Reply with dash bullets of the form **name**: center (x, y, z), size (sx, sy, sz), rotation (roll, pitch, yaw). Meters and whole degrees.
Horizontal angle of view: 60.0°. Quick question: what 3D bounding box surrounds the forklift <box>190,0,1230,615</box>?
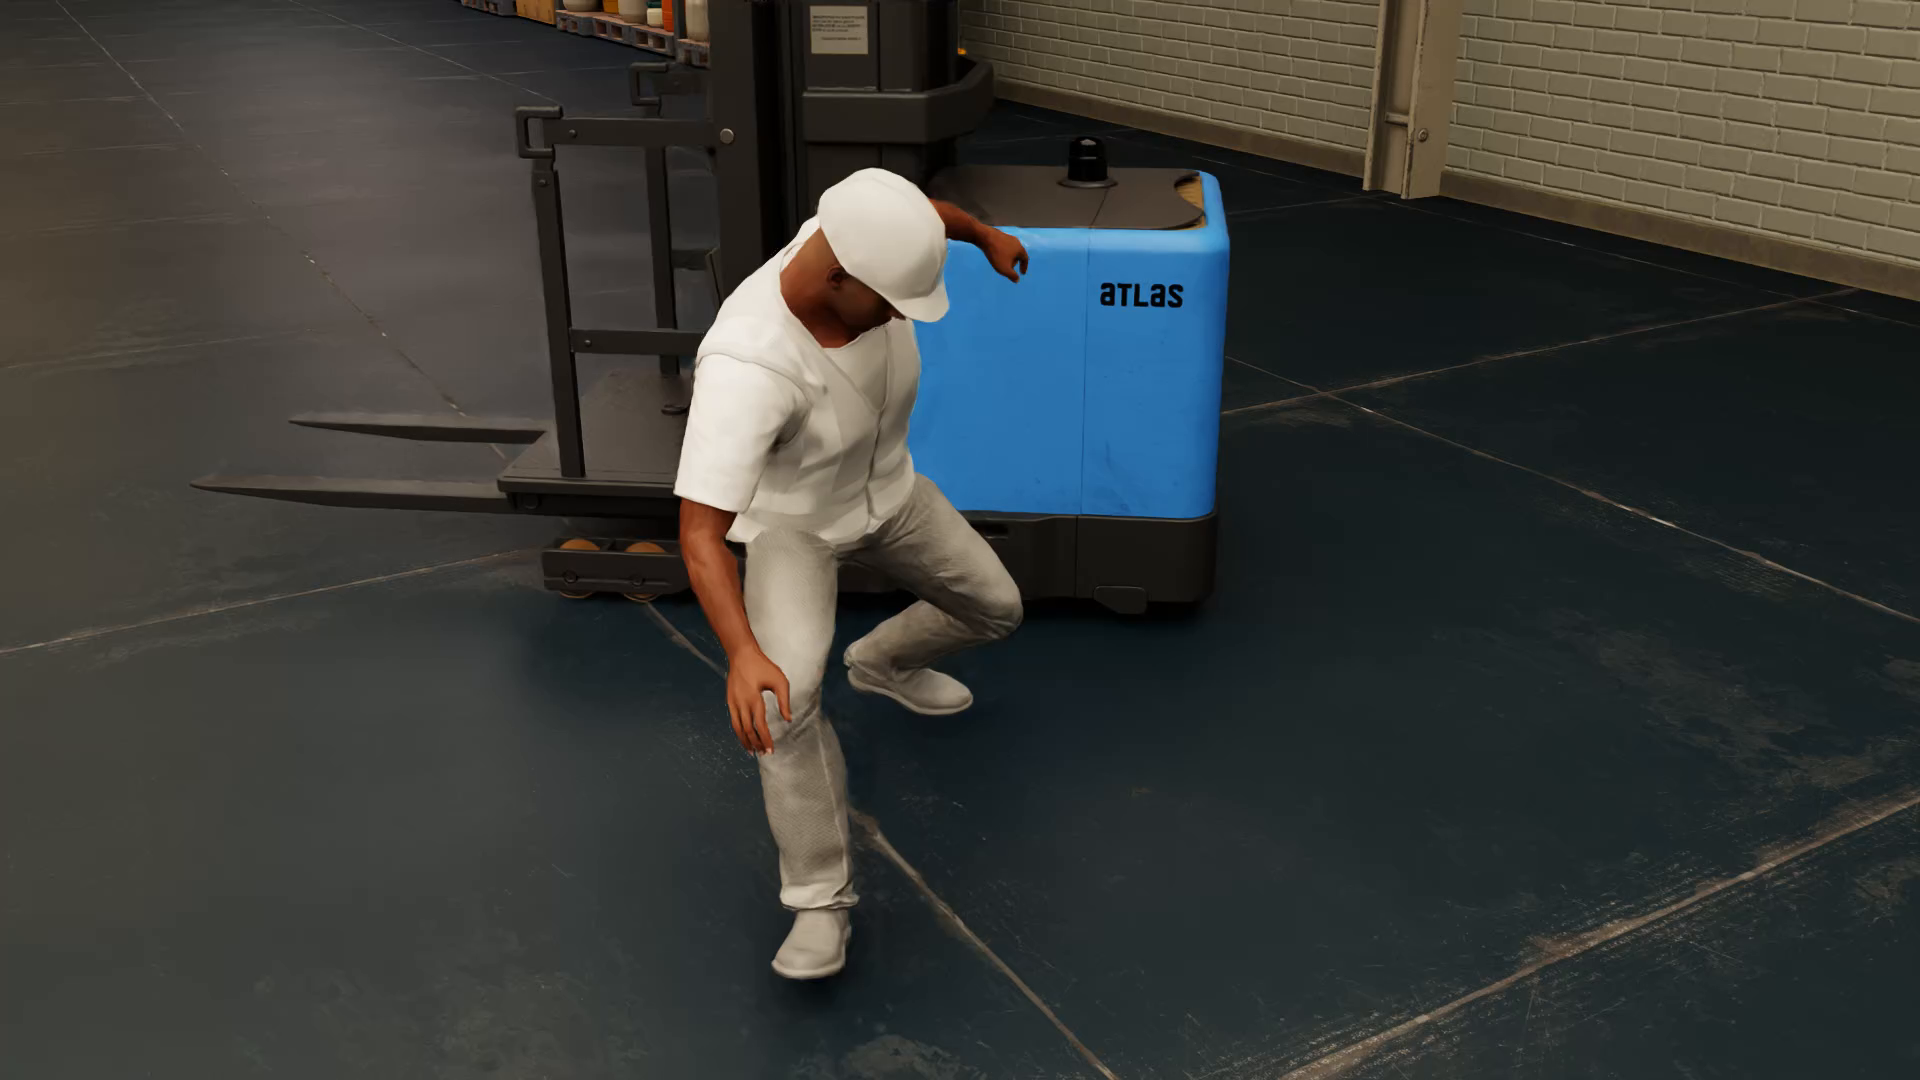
- **forklift**: center (-0.755, -1.376, 4.627), size (3.031, 2.935, 1.130), rotation (2, 22, 6)

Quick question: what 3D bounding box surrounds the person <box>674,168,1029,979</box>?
- **person**: center (-0.167, -0.056, 3.355), size (0.726, 1.480, 1.227), rotation (18, 29, 37)
